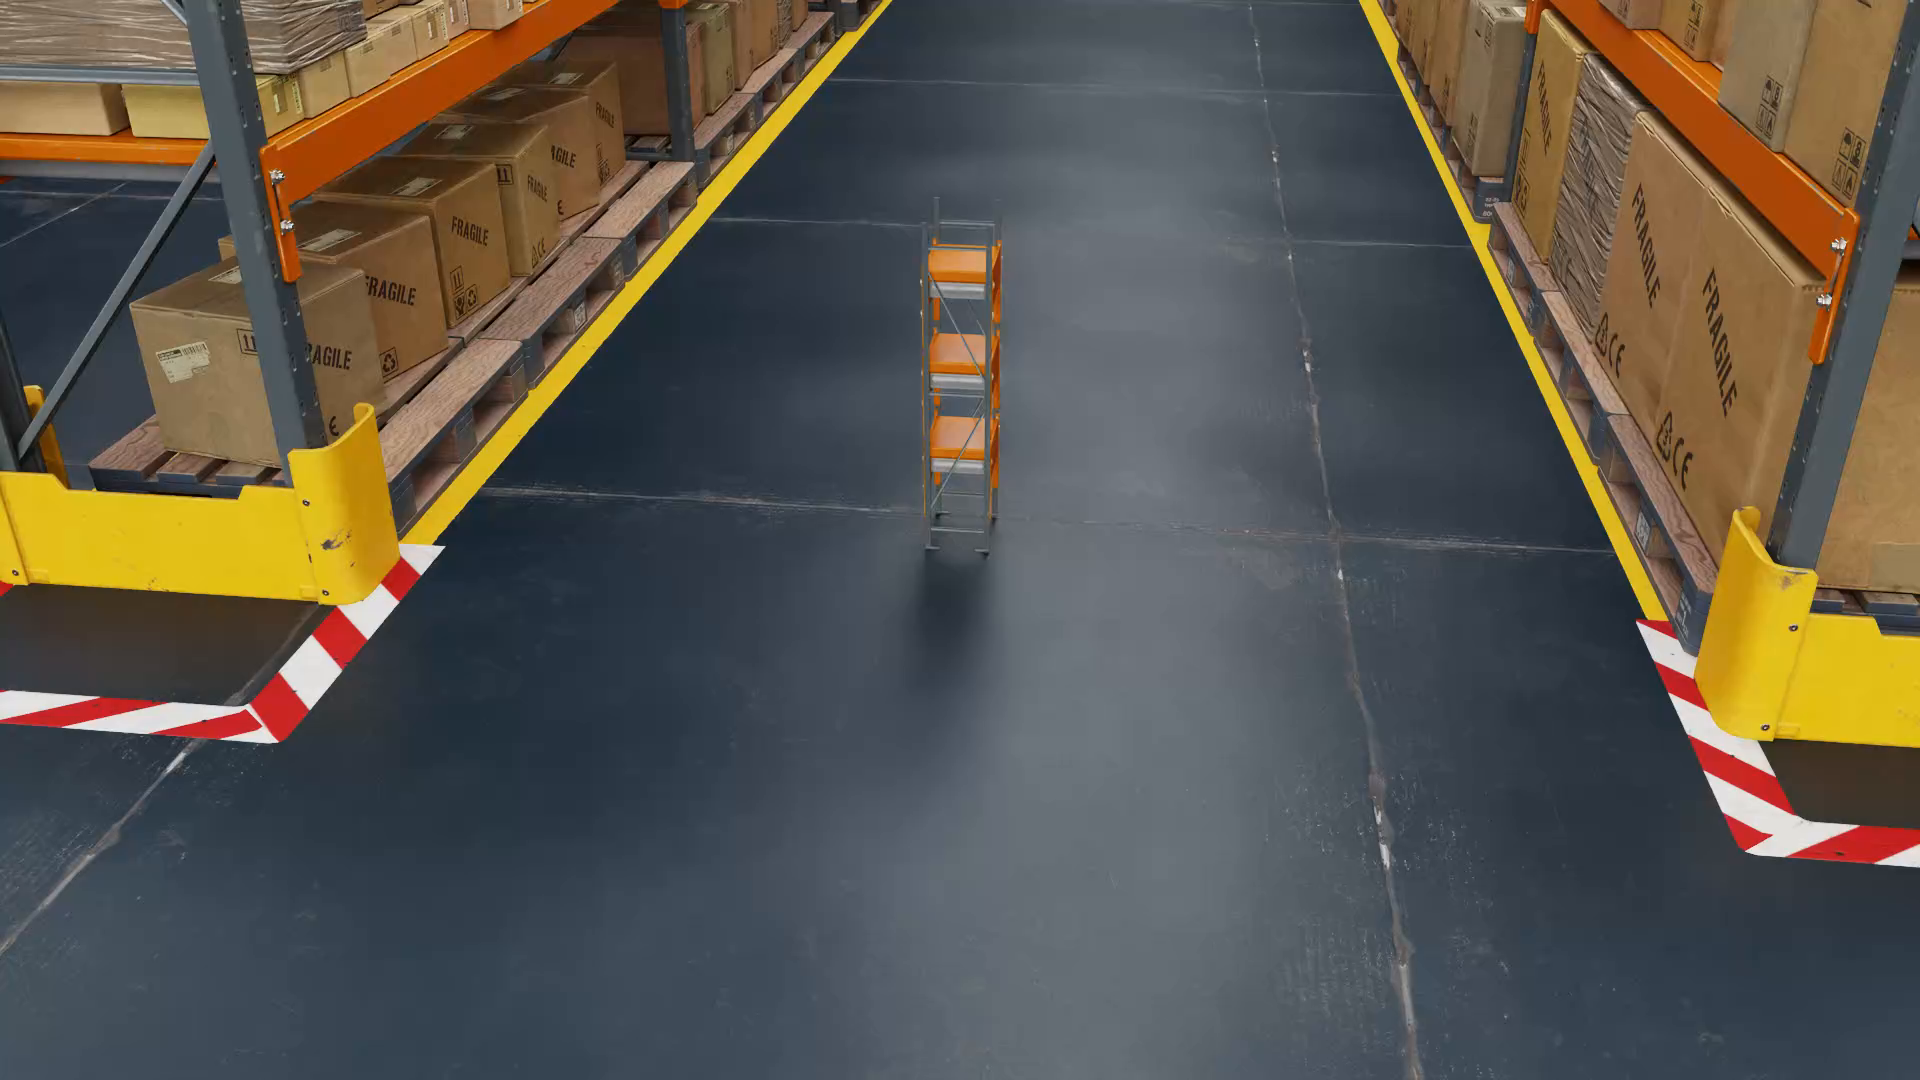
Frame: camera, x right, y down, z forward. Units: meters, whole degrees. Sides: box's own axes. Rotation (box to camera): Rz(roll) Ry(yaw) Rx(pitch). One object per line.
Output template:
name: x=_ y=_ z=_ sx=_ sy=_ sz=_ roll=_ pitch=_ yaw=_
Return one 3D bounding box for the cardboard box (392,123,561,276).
cardboard box: x=-1.993 y=-1.419 z=6.913 sx=0.500 sy=0.500 sz=0.500 roll=1 pitch=28 yaw=2

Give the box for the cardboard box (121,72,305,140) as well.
cardboard box: x=-2.062 y=-1.214 z=4.605 sx=0.380 sy=0.149 sz=0.250 roll=3 pitch=28 yaw=6

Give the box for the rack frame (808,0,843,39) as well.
rack frame: x=-1.353 y=-4.970 z=11.312 sx=1.000 sy=3.000 sz=0.127 roll=3 pitch=28 yaw=6

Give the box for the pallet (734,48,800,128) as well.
pallet: x=-1.603 y=-2.802 z=10.228 sx=1.003 sy=0.211 sz=1.213 roll=3 pitch=28 yaw=6

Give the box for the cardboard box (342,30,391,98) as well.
cardboard box: x=-1.967 y=-1.447 z=5.039 sx=0.380 sy=0.149 sz=0.250 roll=3 pitch=28 yaw=6

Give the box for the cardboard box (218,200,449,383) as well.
cardboard box: x=-2.201 y=-0.865 z=5.886 sx=0.500 sy=0.500 sz=0.500 roll=11 pitch=30 yaw=19

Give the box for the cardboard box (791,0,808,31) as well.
cardboard box: x=-1.416 y=-3.747 z=11.213 sx=0.700 sy=0.500 sz=0.500 roll=2 pitch=28 yaw=4

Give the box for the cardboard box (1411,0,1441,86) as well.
cardboard box: x=3.289 y=-3.135 z=9.836 sx=1.050 sy=0.750 sz=0.750 roll=4 pitch=29 yaw=7

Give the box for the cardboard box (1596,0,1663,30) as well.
cardboard box: x=2.806 y=-2.135 z=5.893 sx=0.875 sy=0.550 sz=0.550 roll=3 pitch=28 yaw=6

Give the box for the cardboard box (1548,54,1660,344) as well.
cardboard box: x=2.814 y=-1.284 z=6.268 sx=0.875 sy=0.875 sz=0.875 roll=4 pitch=29 yaw=7

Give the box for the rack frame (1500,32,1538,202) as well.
rack frame: x=3.067 y=-2.751 z=7.194 sx=1.000 sy=3.000 sz=0.127 roll=3 pitch=28 yaw=6

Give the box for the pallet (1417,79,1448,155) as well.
pallet: x=3.234 y=-2.467 z=9.607 sx=1.003 sy=0.211 sz=1.213 roll=3 pitch=28 yaw=6

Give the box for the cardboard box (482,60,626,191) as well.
cardboard box: x=-1.932 y=-1.985 z=7.965 sx=0.500 sy=0.500 sz=0.500 roll=3 pitch=28 yaw=5

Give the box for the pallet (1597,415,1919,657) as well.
pallet: x=2.597 y=-0.022 z=5.068 sx=1.003 sy=0.211 sz=1.213 roll=3 pitch=28 yaw=6

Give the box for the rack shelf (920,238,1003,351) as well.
rack shelf: x=0.007 y=-0.728 z=4.918 sx=0.215 sy=0.259 sz=0.240 roll=3 pitch=28 yaw=6

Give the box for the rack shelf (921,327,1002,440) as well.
rack shelf: x=0.007 y=-0.478 z=5.053 sx=0.215 sy=0.259 sz=0.240 roll=3 pitch=28 yaw=6

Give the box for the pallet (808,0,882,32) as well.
pallet: x=-1.182 y=-4.109 z=12.654 sx=1.003 sy=0.211 sz=1.213 roll=3 pitch=28 yaw=6

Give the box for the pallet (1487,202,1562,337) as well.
pallet: x=2.896 y=-1.170 z=7.199 sx=1.003 sy=0.211 sz=1.213 roll=3 pitch=28 yaw=6

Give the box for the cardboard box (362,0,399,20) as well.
cardboard box: x=-2.297 y=-1.879 z=5.156 sx=0.875 sy=0.500 sz=0.500 roll=3 pitch=28 yaw=6

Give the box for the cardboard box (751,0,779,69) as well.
cardboard box: x=-1.533 y=-3.217 z=10.231 sx=0.700 sy=0.500 sz=0.500 roll=6 pitch=29 yaw=10

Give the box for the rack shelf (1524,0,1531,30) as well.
rack shelf: x=3.312 y=-3.376 z=9.112 sx=1.077 sy=0.370 sz=4.000 roll=3 pitch=28 yaw=6

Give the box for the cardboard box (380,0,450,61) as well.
cardboard box: x=-1.919 y=-1.683 z=5.477 sx=0.380 sy=0.149 sz=0.250 roll=3 pitch=28 yaw=6

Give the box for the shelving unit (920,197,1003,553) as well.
shelving unit: x=0.007 y=-0.487 z=5.048 sx=0.215 sy=1.050 sz=0.252 roll=3 pitch=28 yaw=6

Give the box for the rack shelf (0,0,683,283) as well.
rack shelf: x=-2.089 y=-1.829 z=6.241 sx=1.077 sy=0.370 sz=4.000 roll=3 pitch=28 yaw=6

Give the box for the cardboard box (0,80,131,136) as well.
cardboard box: x=-2.504 y=-1.240 z=4.653 sx=0.380 sy=0.149 sz=0.250 roll=3 pitch=28 yaw=6

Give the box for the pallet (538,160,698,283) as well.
pallet: x=-1.891 y=-1.541 z=7.888 sx=1.003 sy=0.211 sz=1.213 roll=3 pitch=28 yaw=6

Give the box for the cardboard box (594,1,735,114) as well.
cardboard box: x=-1.670 y=-2.691 z=9.255 sx=0.700 sy=0.500 sz=0.500 roll=3 pitch=28 yaw=6

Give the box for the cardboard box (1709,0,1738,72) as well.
cardboard box: x=2.816 y=-1.628 z=4.951 sx=0.875 sy=0.550 sz=0.550 roll=3 pitch=28 yaw=6

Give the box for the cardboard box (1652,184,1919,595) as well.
cardboard box: x=2.594 y=-0.441 z=4.703 sx=0.875 sy=0.875 sz=0.875 roll=4 pitch=29 yaw=6

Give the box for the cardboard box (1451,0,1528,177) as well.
cardboard box: x=3.054 y=-2.243 z=8.180 sx=1.050 sy=0.750 sz=0.750 roll=3 pitch=28 yaw=6

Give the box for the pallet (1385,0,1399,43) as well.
pallet: x=3.654 y=-3.774 z=12.033 sx=1.003 sy=0.211 sz=1.213 roll=3 pitch=28 yaw=6

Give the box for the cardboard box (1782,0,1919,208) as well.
cardboard box: x=2.577 y=-1.112 z=3.993 sx=0.875 sy=0.550 sz=0.550 roll=3 pitch=28 yaw=6

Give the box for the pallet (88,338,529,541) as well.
pallet: x=-2.190 y=-0.393 z=5.756 sx=1.003 sy=0.211 sz=1.213 roll=3 pitch=28 yaw=6

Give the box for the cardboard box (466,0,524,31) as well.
cardboard box: x=-1.782 y=-1.914 z=5.905 sx=0.380 sy=0.149 sz=0.250 roll=3 pitch=28 yaw=6

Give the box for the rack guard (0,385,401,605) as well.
rack guard: x=-2.324 y=-0.139 z=4.982 sx=1.175 sy=0.500 sz=0.348 roll=3 pitch=28 yaw=6

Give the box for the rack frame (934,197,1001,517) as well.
rack frame: x=0.022 y=-0.545 z=5.154 sx=0.200 sy=1.050 sz=0.008 roll=3 pitch=28 yaw=6
